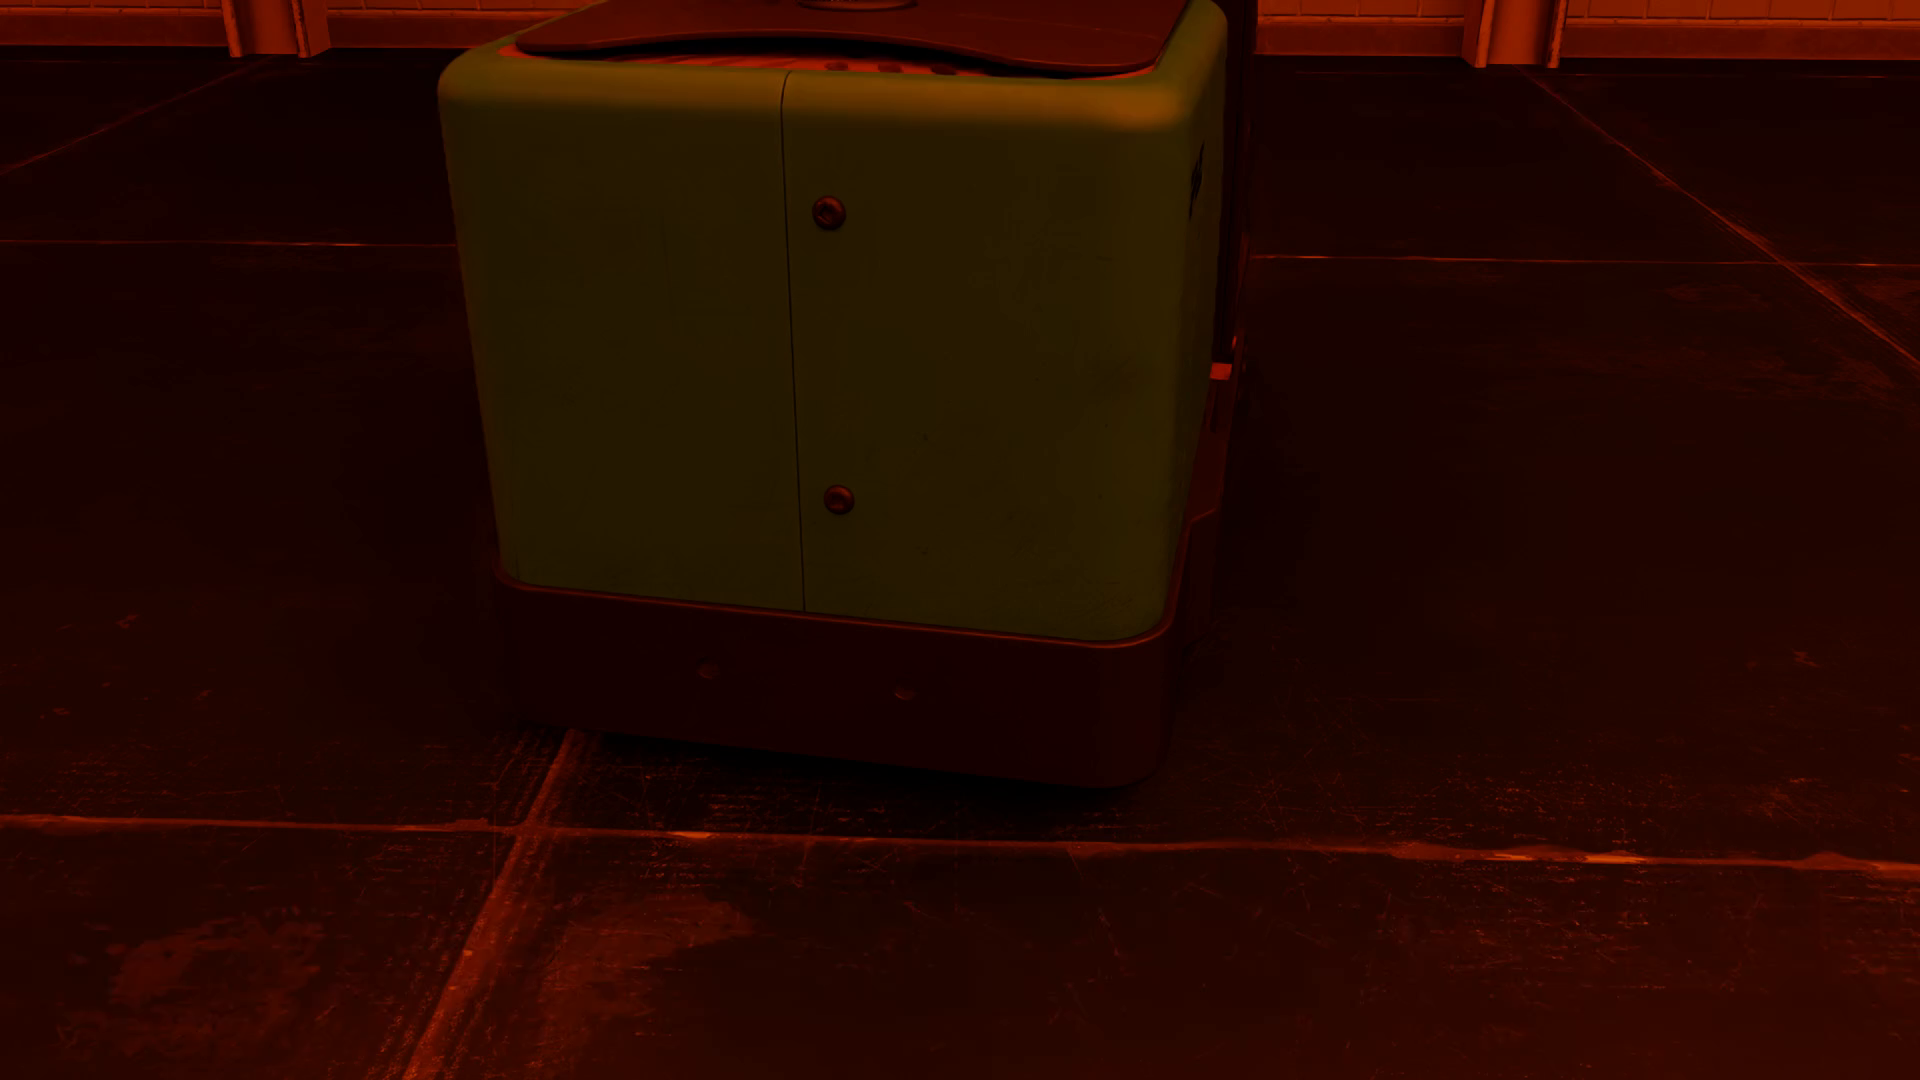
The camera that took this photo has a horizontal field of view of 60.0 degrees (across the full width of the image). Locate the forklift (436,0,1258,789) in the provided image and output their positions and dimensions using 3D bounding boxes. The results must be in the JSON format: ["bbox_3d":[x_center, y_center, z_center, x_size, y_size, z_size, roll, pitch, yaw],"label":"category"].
[{"bbox_3d":[0.077,-1.580,3.222,1.130,2.935,3.031,5,27,10],"label":"forklift"}]
